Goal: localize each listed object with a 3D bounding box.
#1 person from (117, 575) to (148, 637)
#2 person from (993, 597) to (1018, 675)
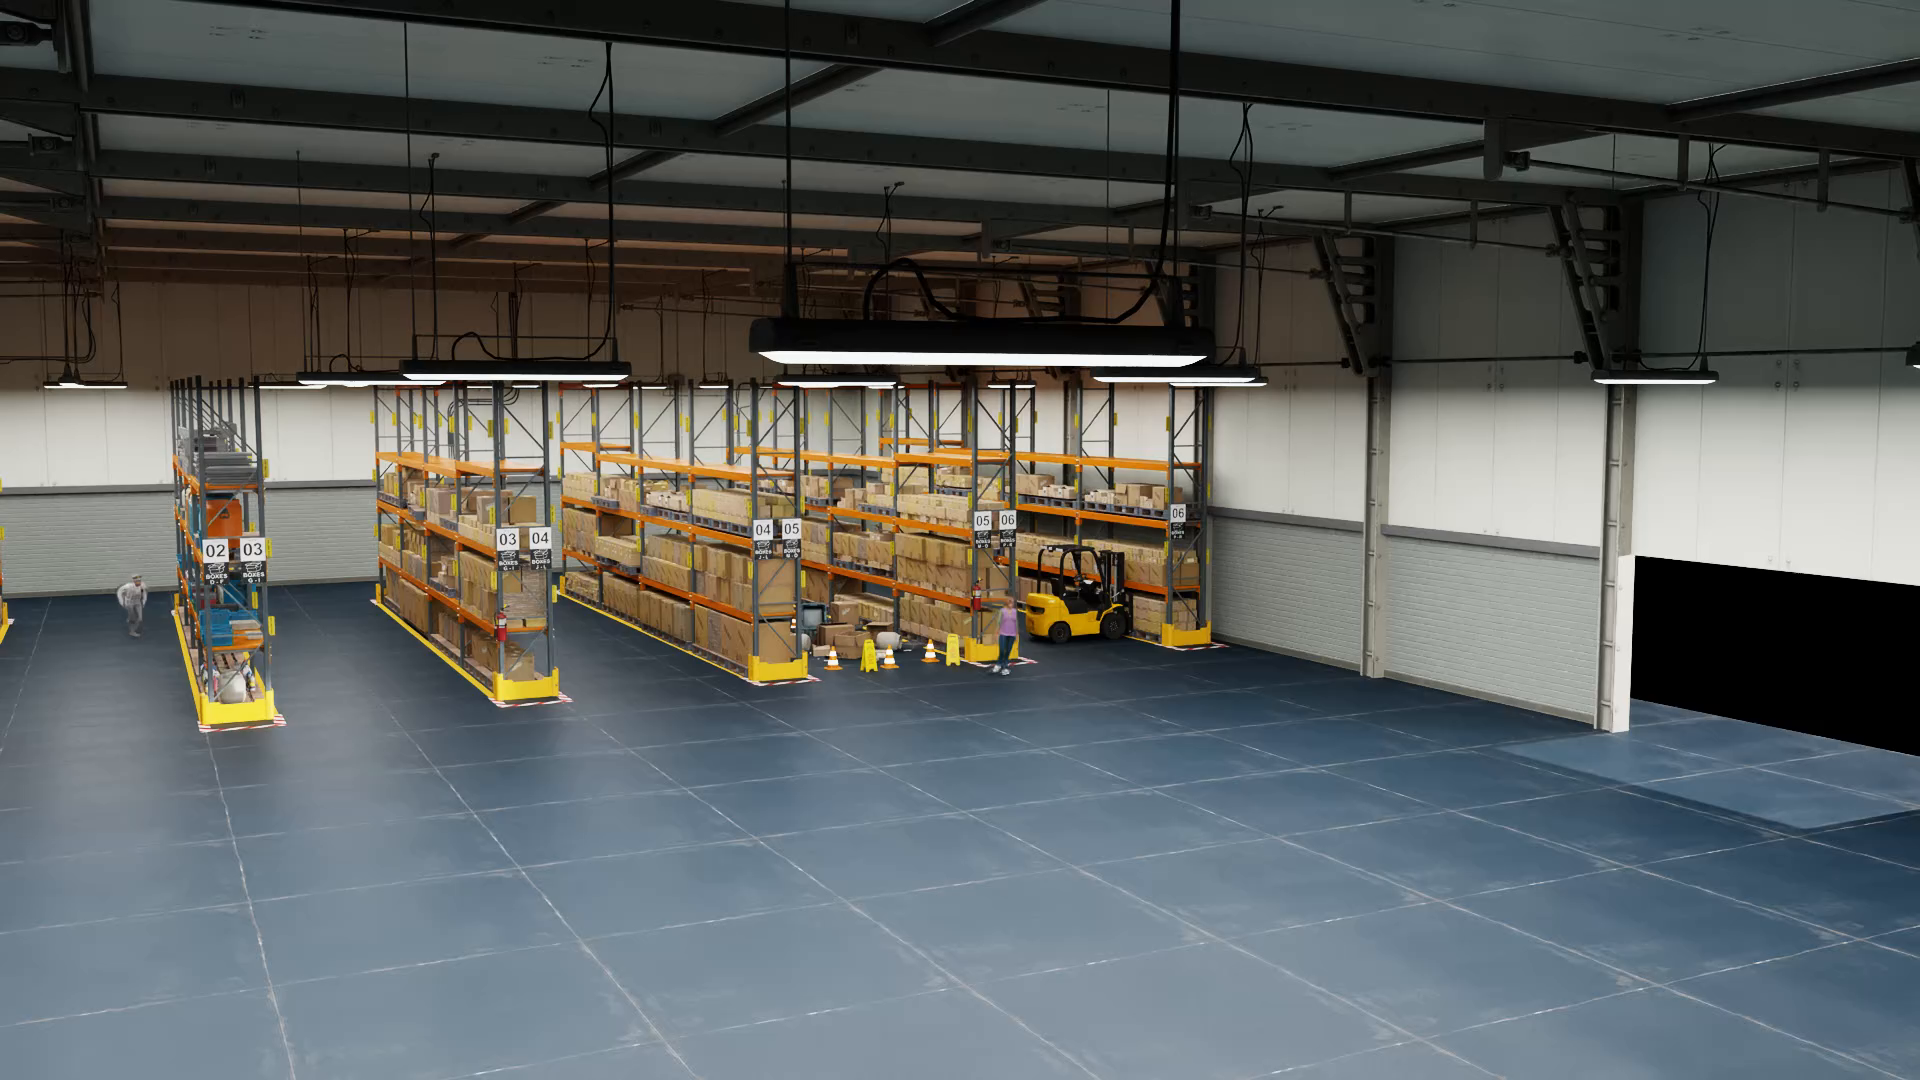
[{"bbox_3d":[-19.338,1.540,38.877,0.642,1.482,0.748,-5,7,-44],"label":"person"},{"bbox_3d":[0.920,1.932,33.631,0.502,1.587,0.408,-2,6,-25],"label":"person"}]
